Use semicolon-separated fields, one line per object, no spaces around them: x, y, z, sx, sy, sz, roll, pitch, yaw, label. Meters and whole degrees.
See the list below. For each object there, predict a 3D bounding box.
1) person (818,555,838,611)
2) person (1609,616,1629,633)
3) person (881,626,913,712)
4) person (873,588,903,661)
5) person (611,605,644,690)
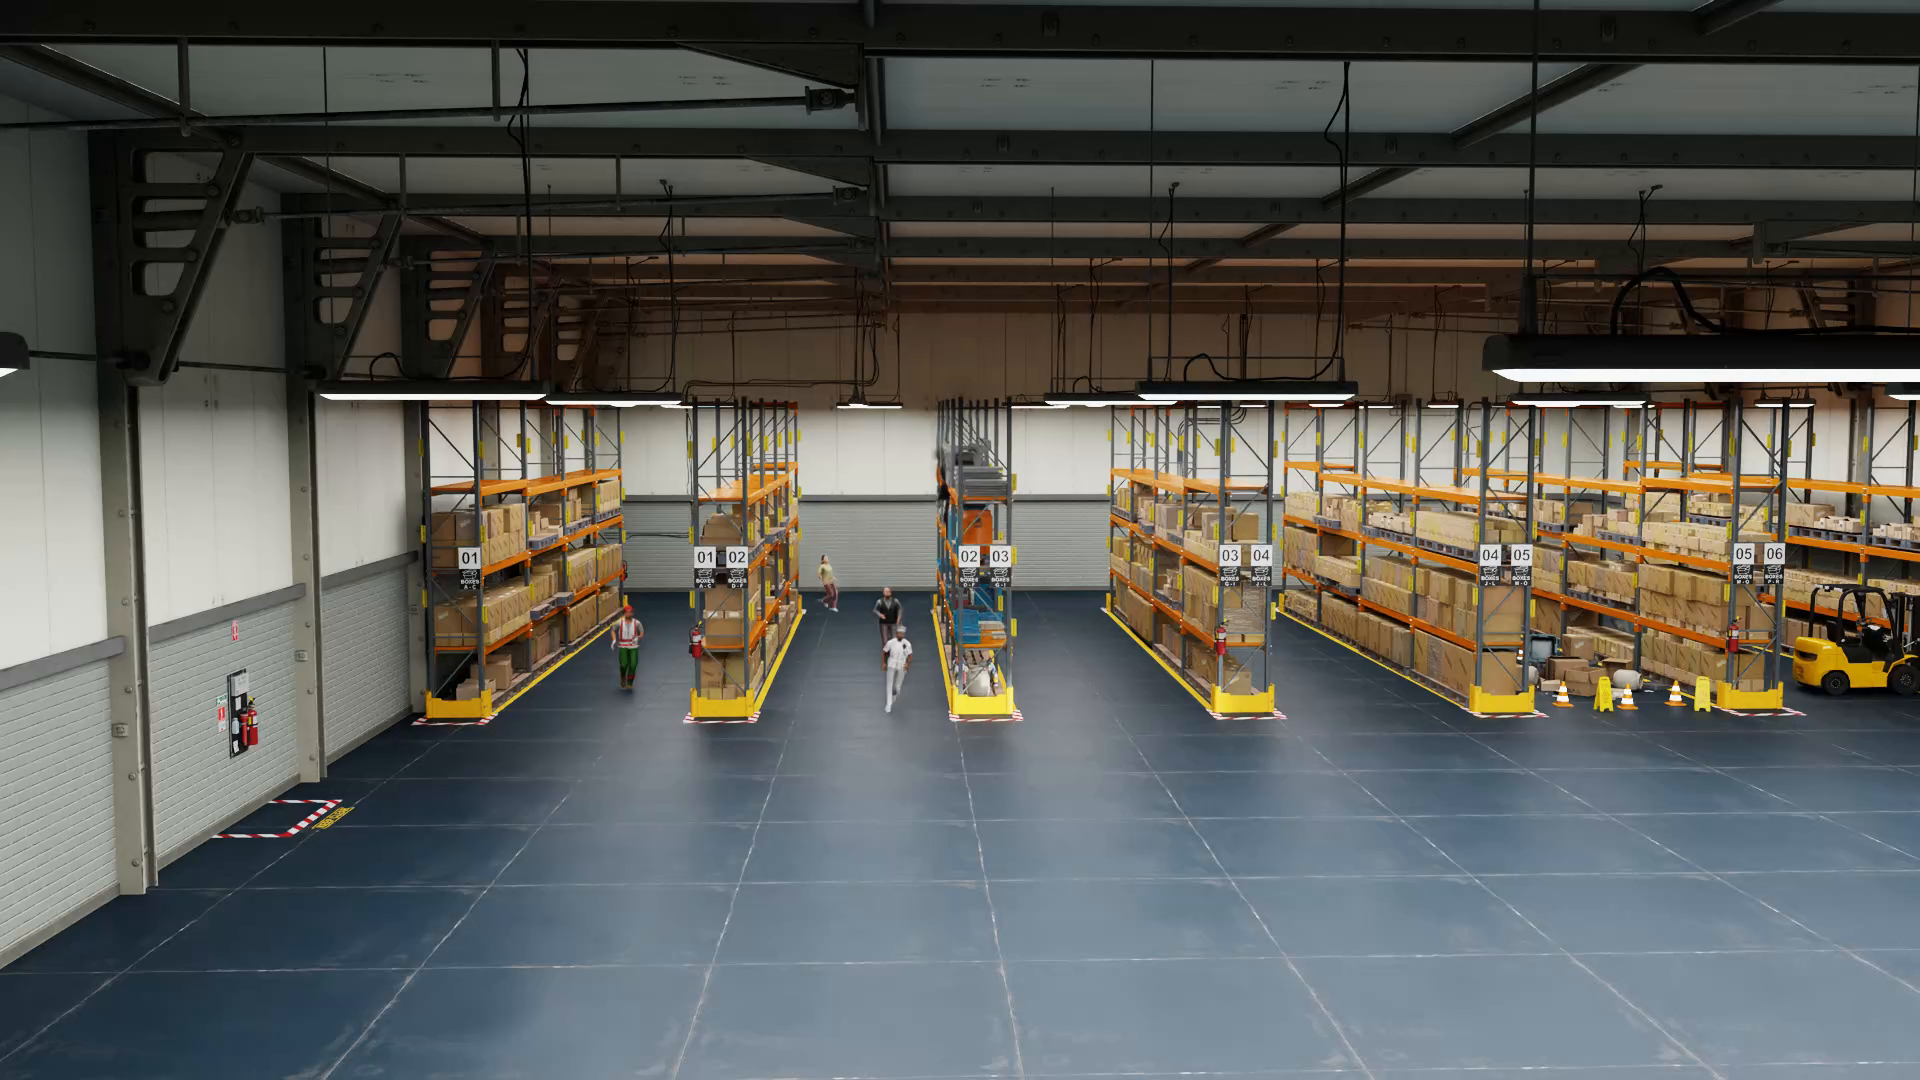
-3.798;1.229;47.778;0.576;1.609;0.632;3;6;38;person
16.742;1.597;42.118;0.669;1.734;0.618;0;4;-3;person
-1.213;2.457;31.957;0.612;1.652;0.572;0;4;-1;person
-1.638;1.934;38.134;0.719;1.682;0.522;-1;4;-9;person
-6.785;2.213;33.998;0.661;1.738;0.603;-1;5;-16;person
